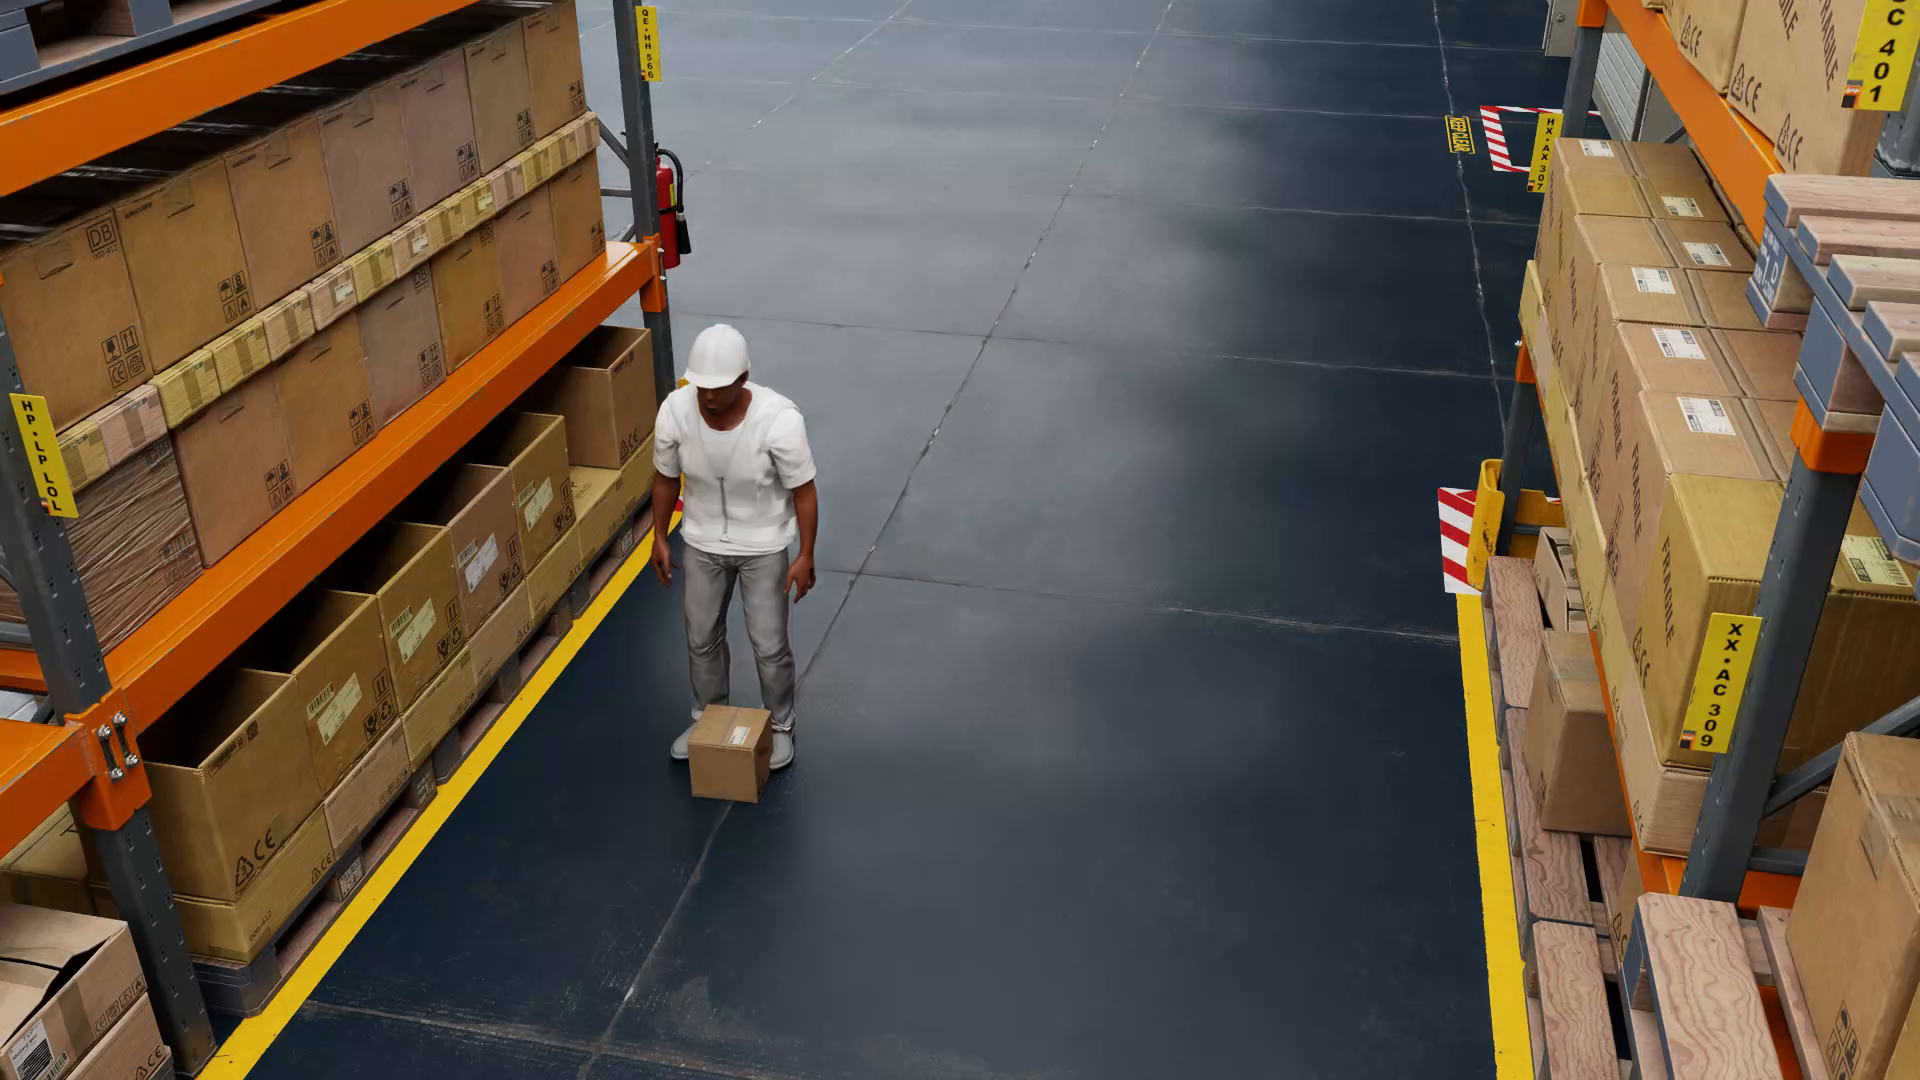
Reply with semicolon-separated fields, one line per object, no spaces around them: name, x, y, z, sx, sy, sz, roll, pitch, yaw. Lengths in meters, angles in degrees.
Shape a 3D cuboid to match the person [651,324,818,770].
person;-0.823;0.028;6.054;0.627;1.761;0.456;6;29;11
